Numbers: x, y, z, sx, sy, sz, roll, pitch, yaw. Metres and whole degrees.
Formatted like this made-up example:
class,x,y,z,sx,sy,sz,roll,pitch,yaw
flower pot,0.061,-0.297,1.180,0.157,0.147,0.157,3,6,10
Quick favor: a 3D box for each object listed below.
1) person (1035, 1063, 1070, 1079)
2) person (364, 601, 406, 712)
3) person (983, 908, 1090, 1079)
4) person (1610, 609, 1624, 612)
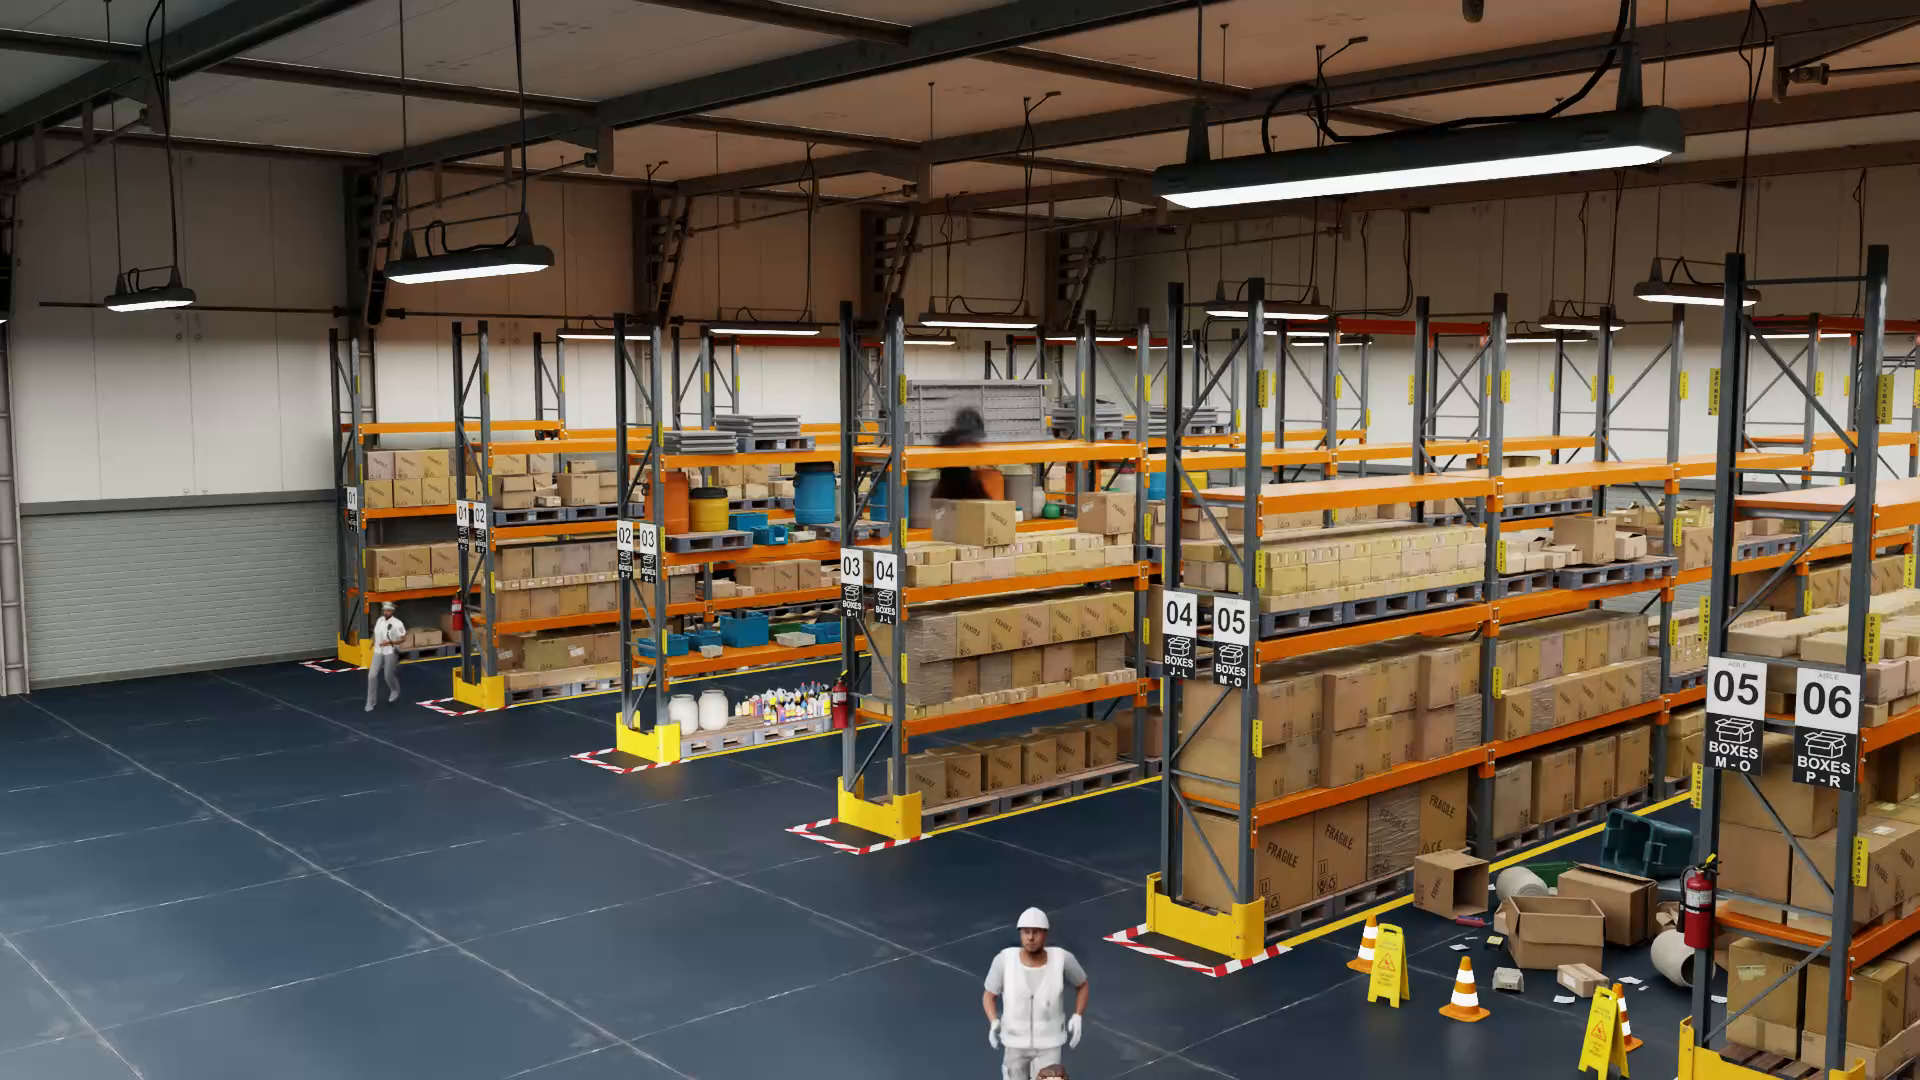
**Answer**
class,x,y,z,sx,sy,sz,roll,pitch,yaw
person,0.469,3.536,8.570,0.575,1.580,0.540,0,6,0
person,-8.895,1.792,25.905,0.618,1.725,0.841,1,6,11
person,0.490,3.242,10.774,0.696,1.744,0.837,1,6,5
person,9.504,1.910,24.161,0.776,1.844,0.633,-5,7,-41
